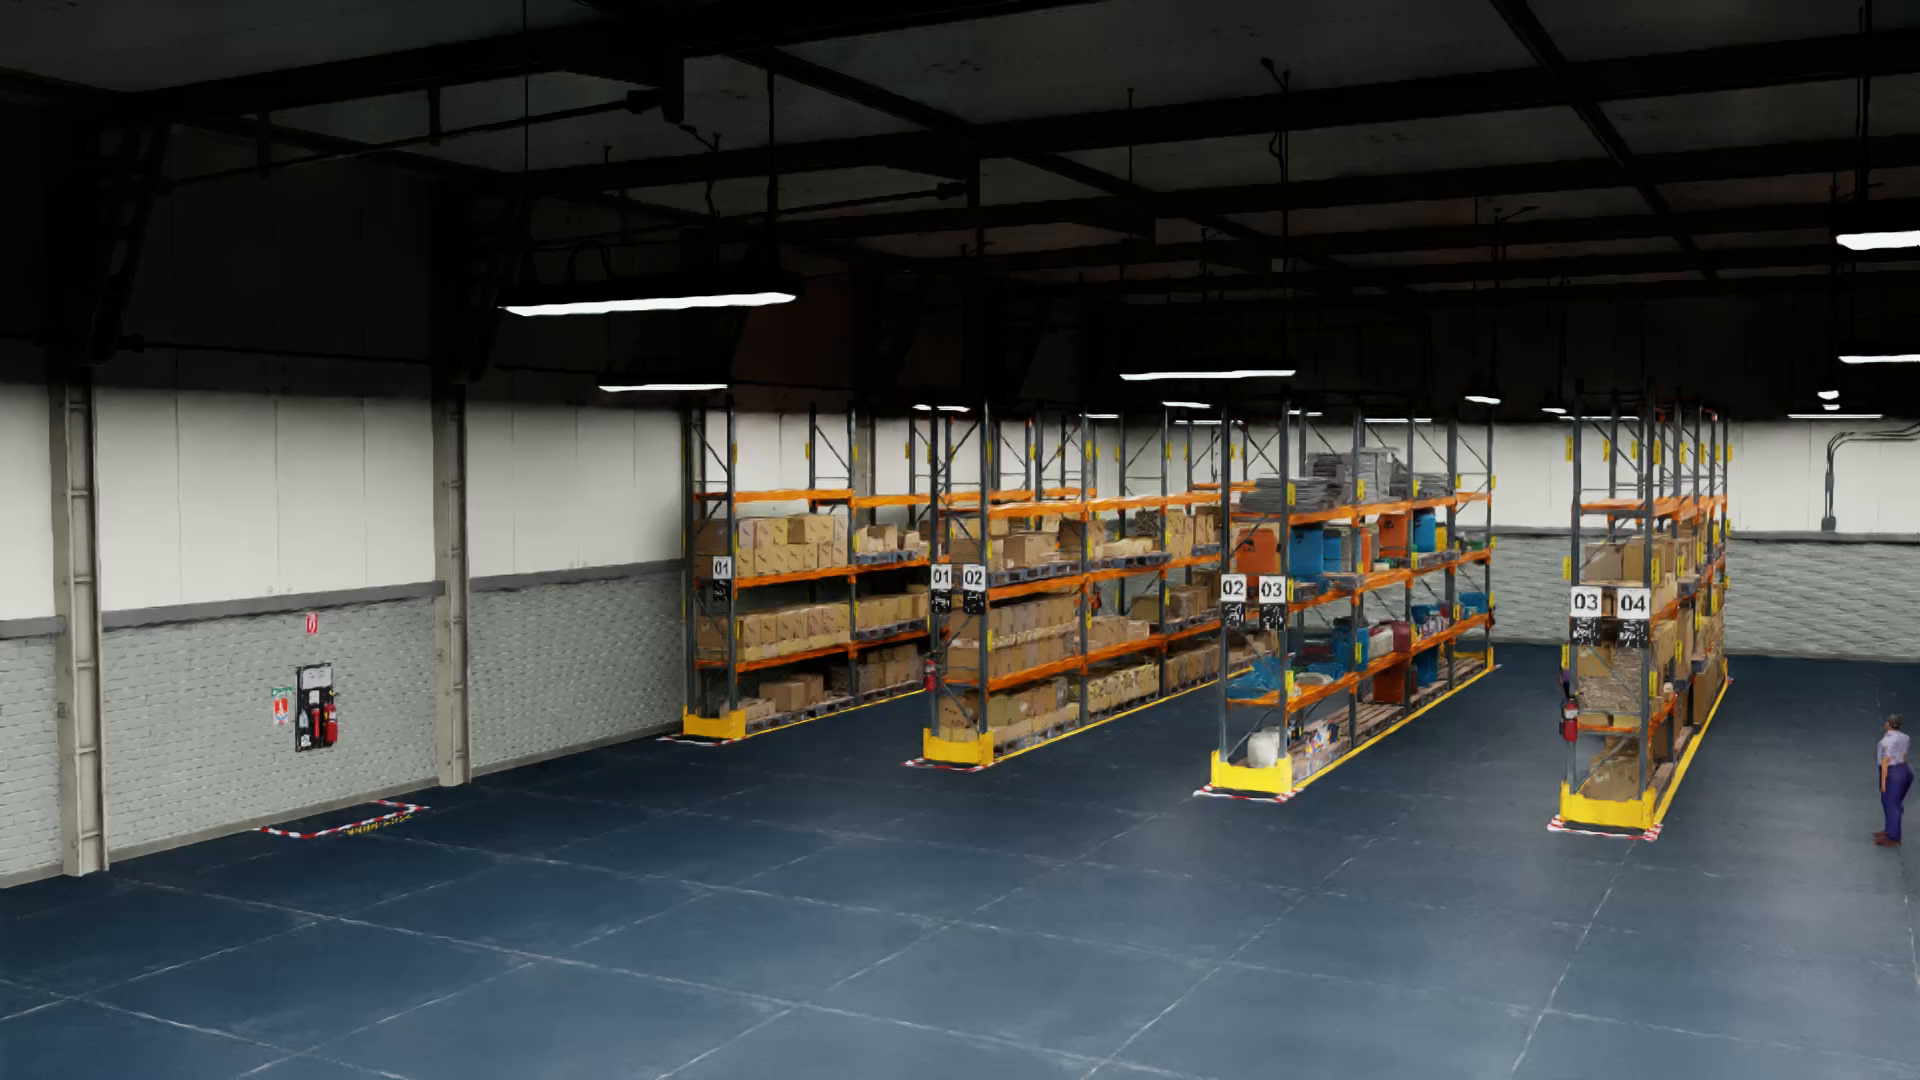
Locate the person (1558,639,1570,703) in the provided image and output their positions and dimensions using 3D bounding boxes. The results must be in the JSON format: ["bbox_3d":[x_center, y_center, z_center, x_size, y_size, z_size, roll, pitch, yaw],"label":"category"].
[{"bbox_3d":[11.429,2.590,31.143,0.417,1.517,1.037,2,3,30],"label":"person"}]

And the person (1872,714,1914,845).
[{"bbox_3d":[11.909,3.048,21.311,0.523,1.651,0.467,-2,4,-31],"label":"person"}]
